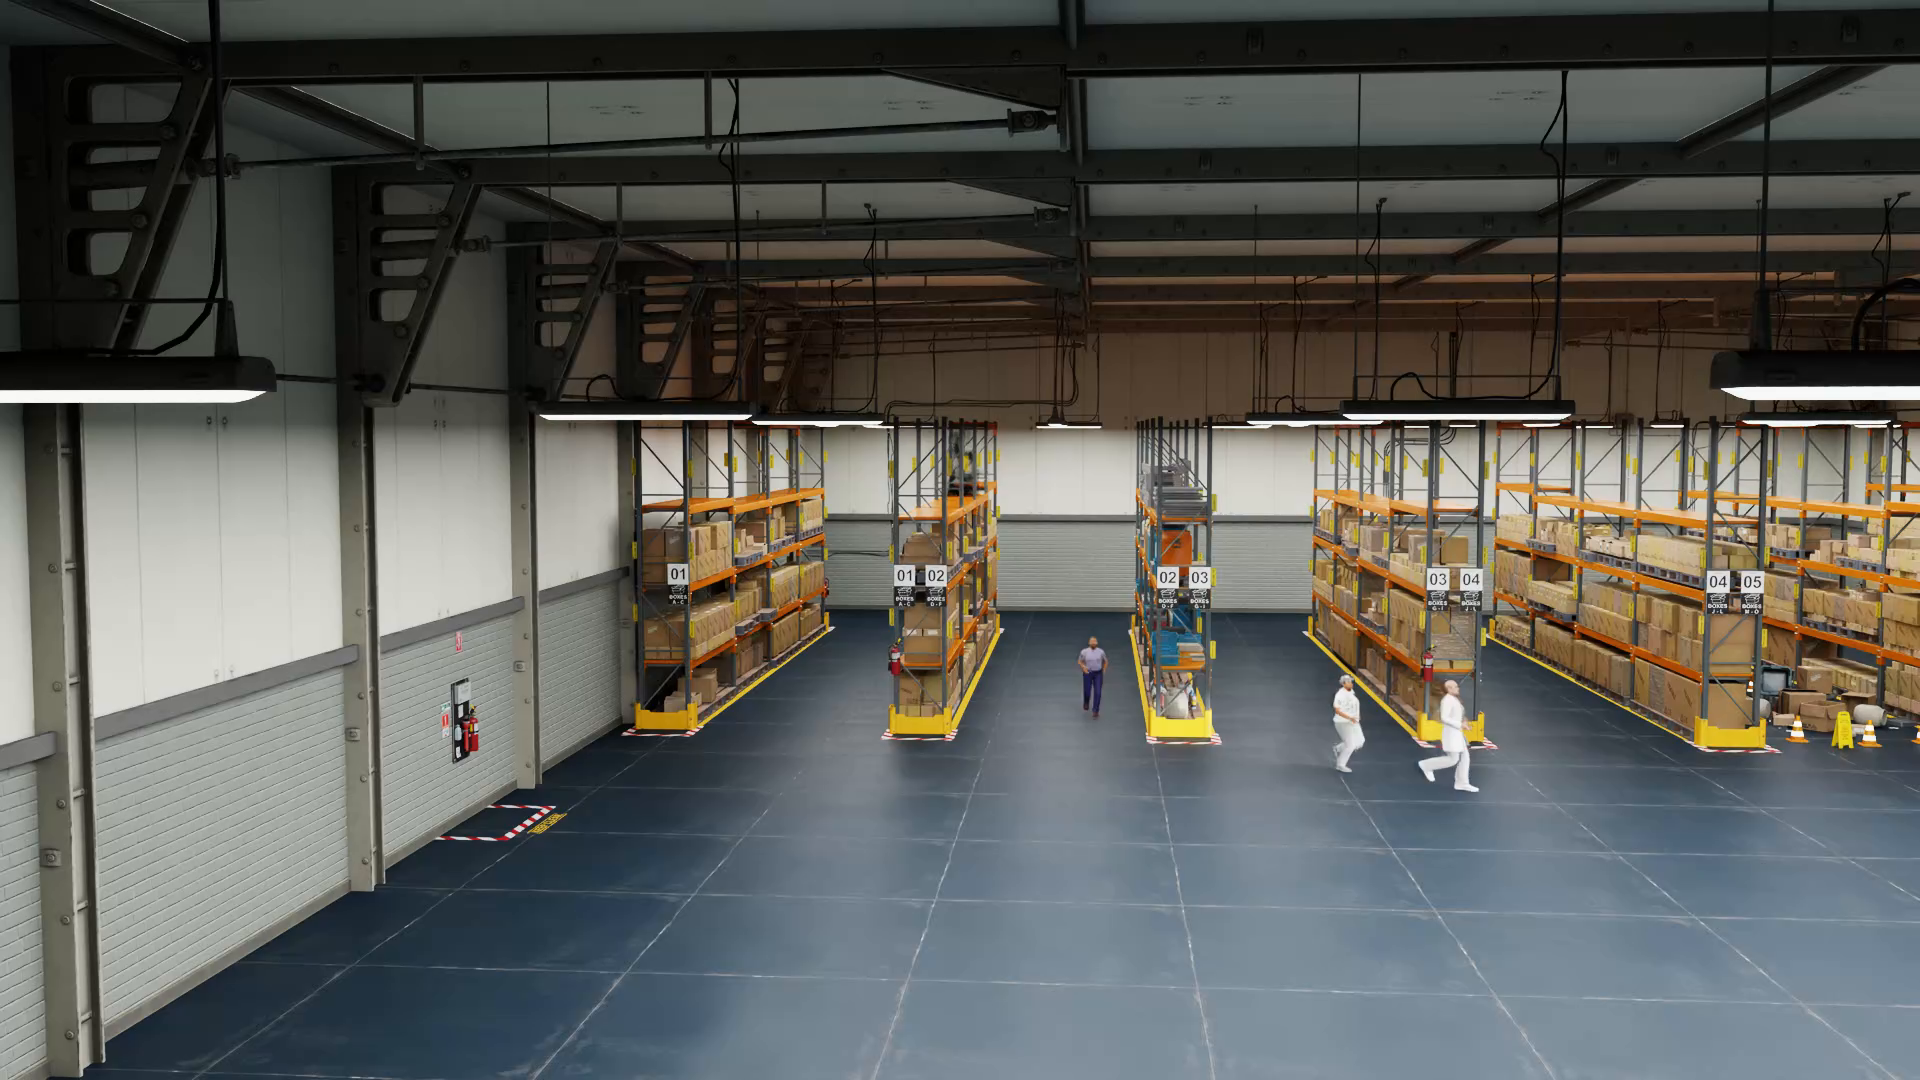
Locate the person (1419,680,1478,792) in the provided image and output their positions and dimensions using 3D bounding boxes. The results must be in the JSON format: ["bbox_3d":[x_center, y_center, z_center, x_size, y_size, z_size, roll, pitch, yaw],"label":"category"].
[{"bbox_3d":[7.820,3.115,26.549,0.923,1.764,0.711,2,4,27],"label":"person"}]

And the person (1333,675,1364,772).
[{"bbox_3d":[6.533,3.086,28.077,0.553,1.632,0.614,3,5,41],"label":"person"}]

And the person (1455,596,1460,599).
[{"bbox_3d":[13.368,1.989,44.504,0.578,1.692,0.920,1,4,16],"label":"person"}]

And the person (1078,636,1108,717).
[{"bbox_3d":[2.691,2.736,33.520,0.608,1.596,0.609,0,4,-1],"label":"person"}]
